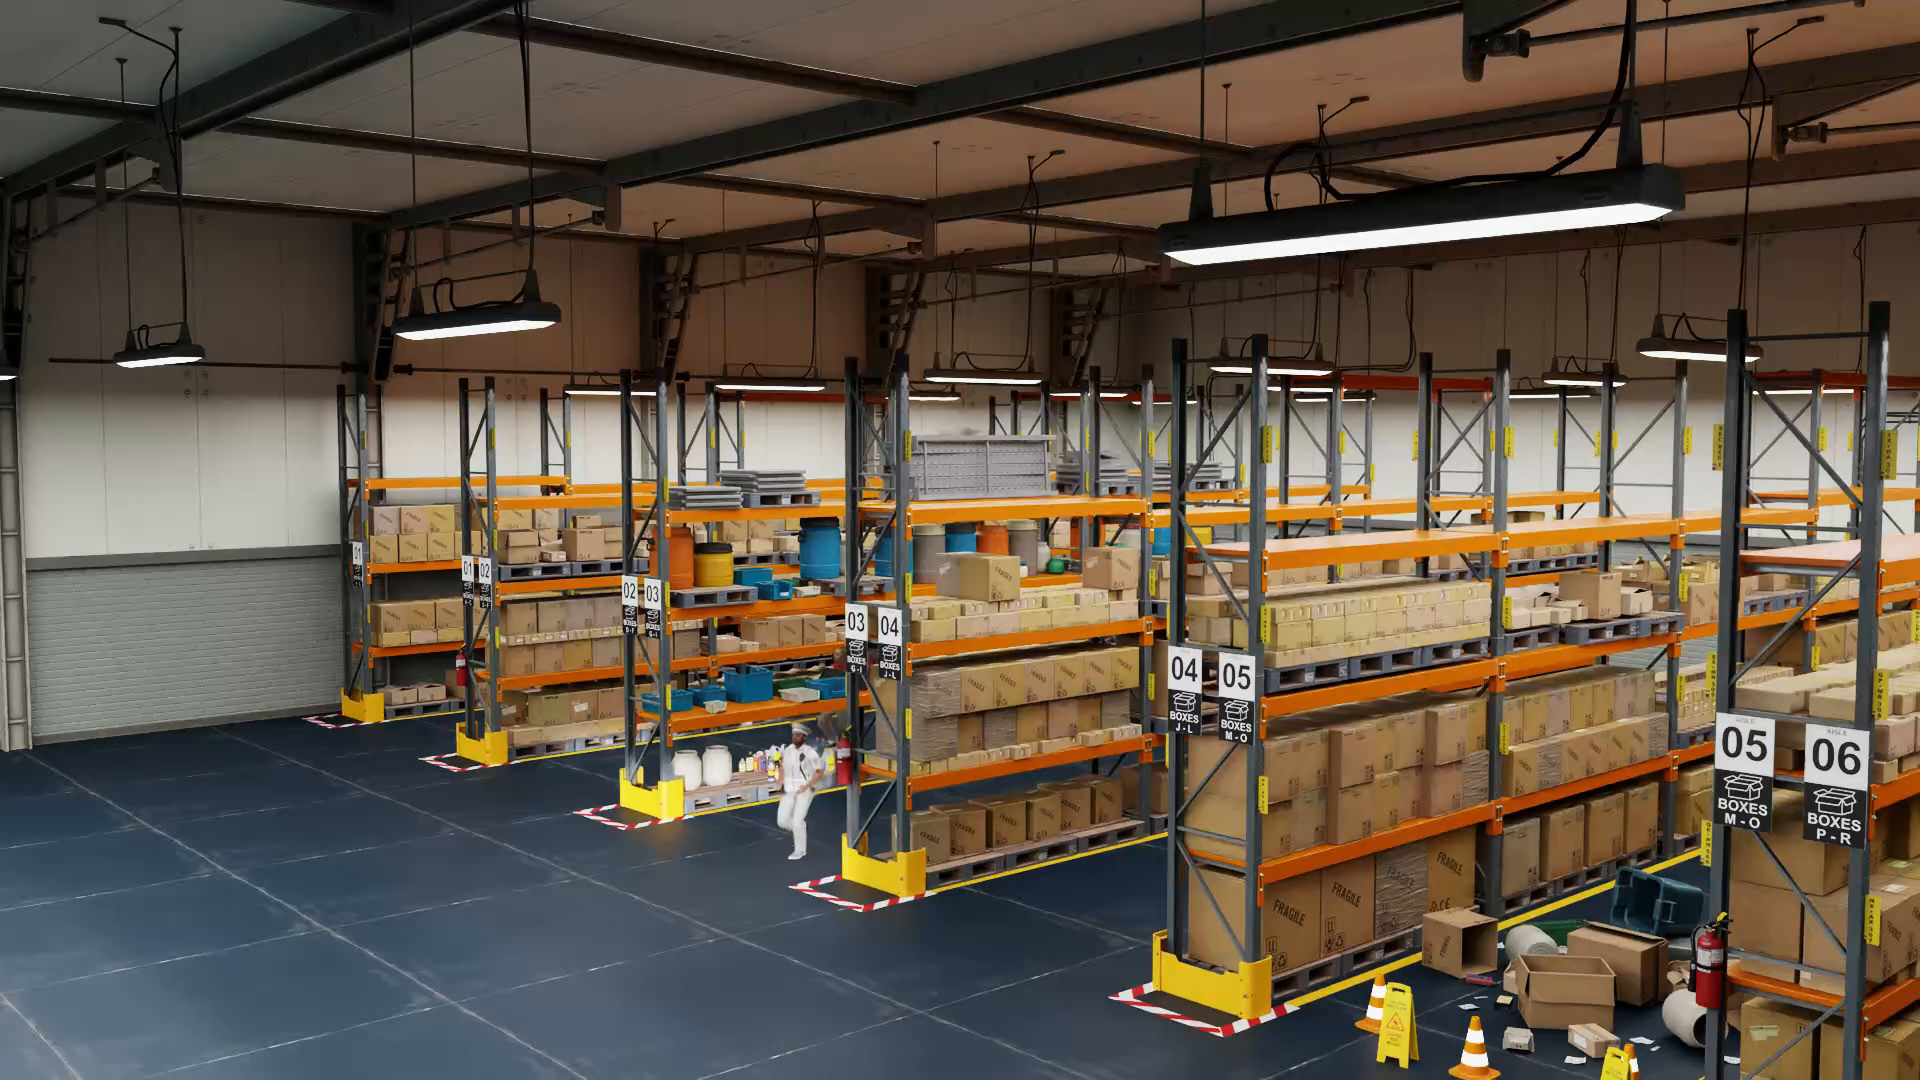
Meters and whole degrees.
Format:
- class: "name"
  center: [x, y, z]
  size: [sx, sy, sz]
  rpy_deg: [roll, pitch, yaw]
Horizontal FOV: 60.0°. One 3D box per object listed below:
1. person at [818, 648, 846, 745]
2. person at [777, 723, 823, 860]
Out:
- class: "person"
  center: [-1.954, 2.582, 26.408]
  size: [0.636, 1.747, 0.713]
  rpy_deg: [3, 5, 42]
- class: "person"
  center: [-1.937, 3.023, 20.112]
  size: [0.602, 1.650, 0.530]
  rpy_deg: [2, 4, 24]
